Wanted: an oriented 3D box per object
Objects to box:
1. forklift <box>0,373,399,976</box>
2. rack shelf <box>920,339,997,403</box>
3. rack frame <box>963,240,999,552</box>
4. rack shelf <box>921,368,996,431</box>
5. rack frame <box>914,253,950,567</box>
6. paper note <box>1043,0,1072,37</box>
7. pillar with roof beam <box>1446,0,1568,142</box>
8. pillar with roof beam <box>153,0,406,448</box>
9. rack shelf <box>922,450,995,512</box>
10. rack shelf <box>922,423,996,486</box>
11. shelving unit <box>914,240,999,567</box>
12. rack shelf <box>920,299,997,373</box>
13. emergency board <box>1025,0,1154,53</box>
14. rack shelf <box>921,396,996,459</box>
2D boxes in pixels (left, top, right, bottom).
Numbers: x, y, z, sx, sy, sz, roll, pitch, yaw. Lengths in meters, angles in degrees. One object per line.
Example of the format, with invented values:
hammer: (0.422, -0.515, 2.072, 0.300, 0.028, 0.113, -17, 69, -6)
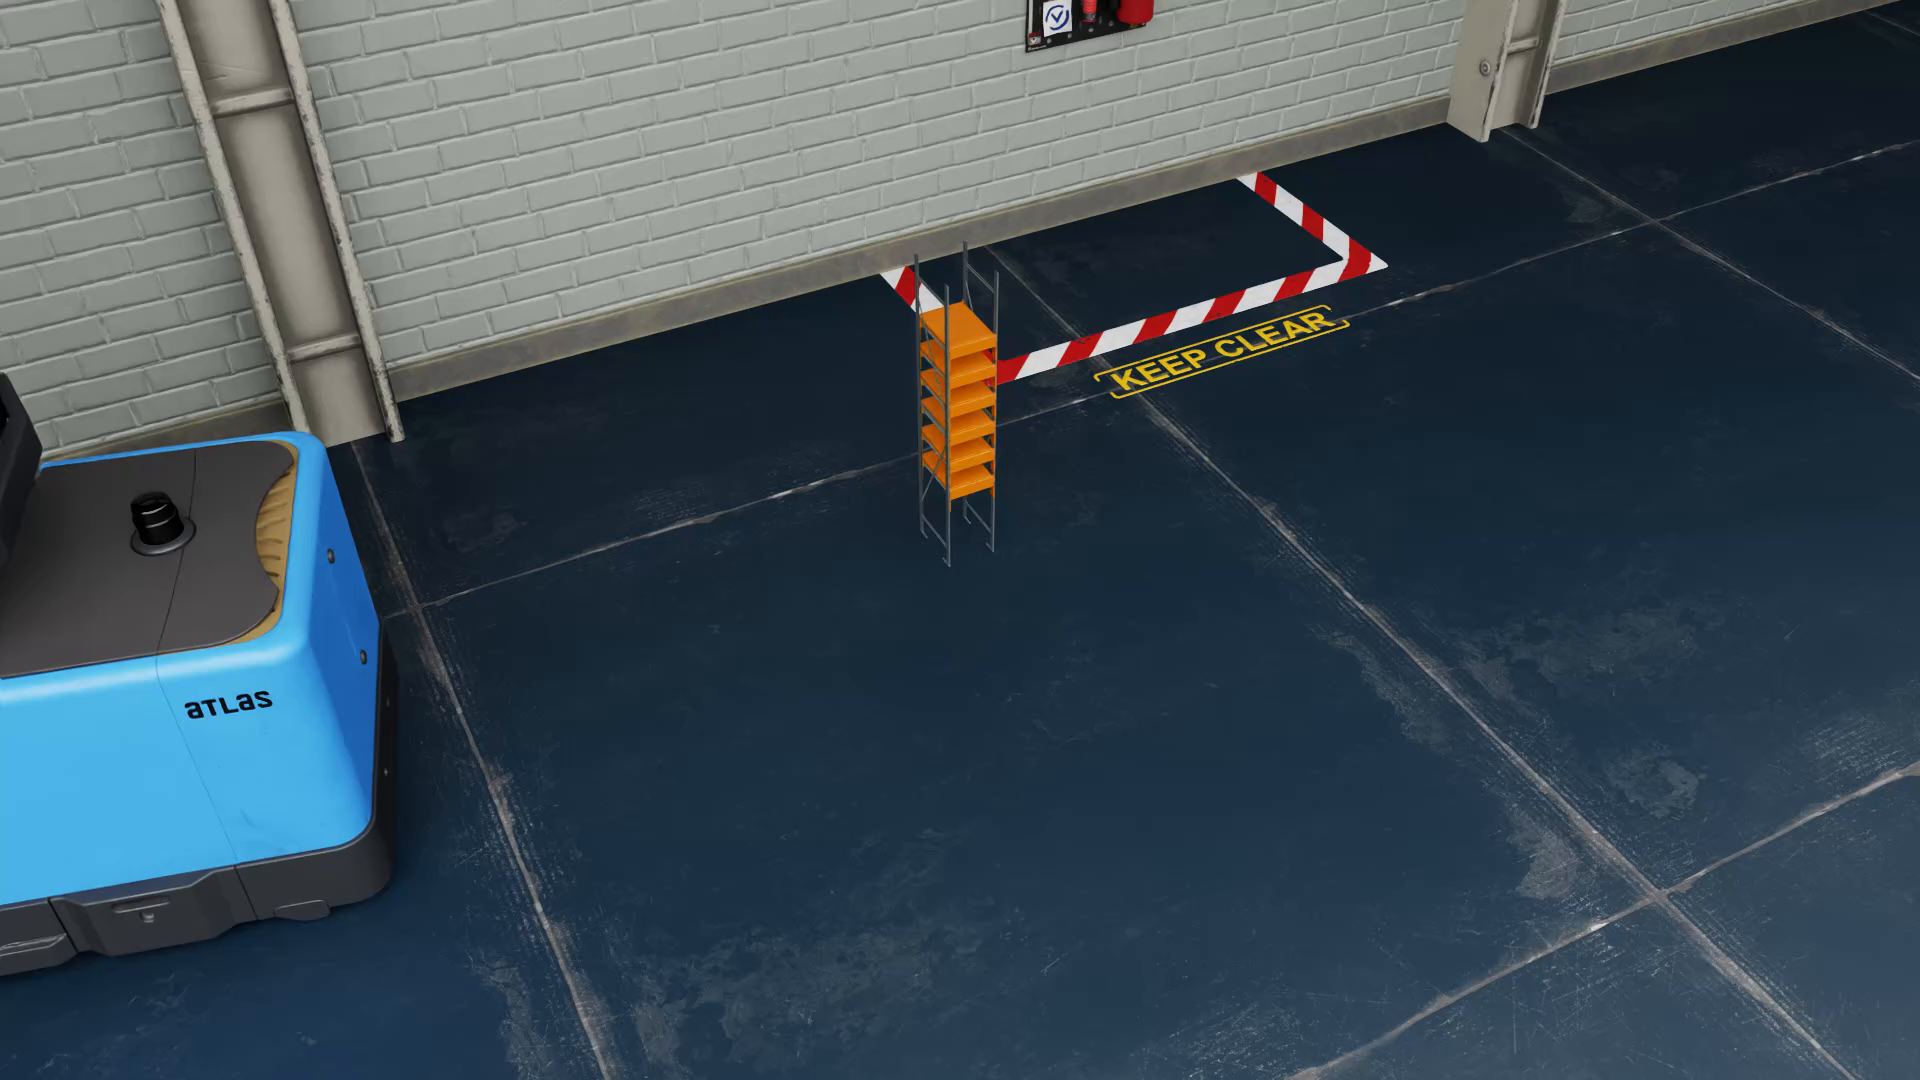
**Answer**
forklift: (-3.266, -0.119, 4.122, 3.031, 2.935, 1.130, -9, 41, -10)
rack shelf: (-0.013, -0.603, 5.731, 0.180, 0.103, 0.258, -19, 44, -21)
rack frame: (0.068, -0.481, 5.890, 0.006, 1.200, 0.240, -19, 44, -21)
rack shelf: (-0.013, -0.511, 5.808, 0.180, 0.103, 0.258, -19, 44, -21)
rack frame: (-0.094, -0.426, 5.825, 0.006, 1.200, 0.240, -19, 44, -21)
paper note: (0.432, -2.308, 7.337, 0.142, 0.148, 0.016, -19, 44, -21)
pillar with roof beam: (4.819, -3.196, 3.061, 0.400, 9.000, 9.100, -19, 44, -21)
pillar with roof beam: (-0.502, -1.405, 0.945, 0.400, 9.000, 9.100, -19, 44, -21)
rack shelf: (-0.013, -0.237, 6.041, 0.180, 0.103, 0.258, -19, 44, -21)
rack shelf: (-0.013, -0.328, 5.963, 0.180, 0.103, 0.258, -19, 44, -21)
shelving unit: (-0.013, -0.454, 5.857, 0.189, 1.200, 0.258, -19, 44, -21)
rack shelf: (-0.013, -0.694, 5.653, 0.180, 0.103, 0.258, -19, 44, -21)
emergency board: (0.621, -2.658, 7.068, 0.643, 1.169, 0.194, -19, 44, -21)
rack shelf: (-0.013, -0.420, 5.886, 0.180, 0.103, 0.258, -19, 44, -21)
